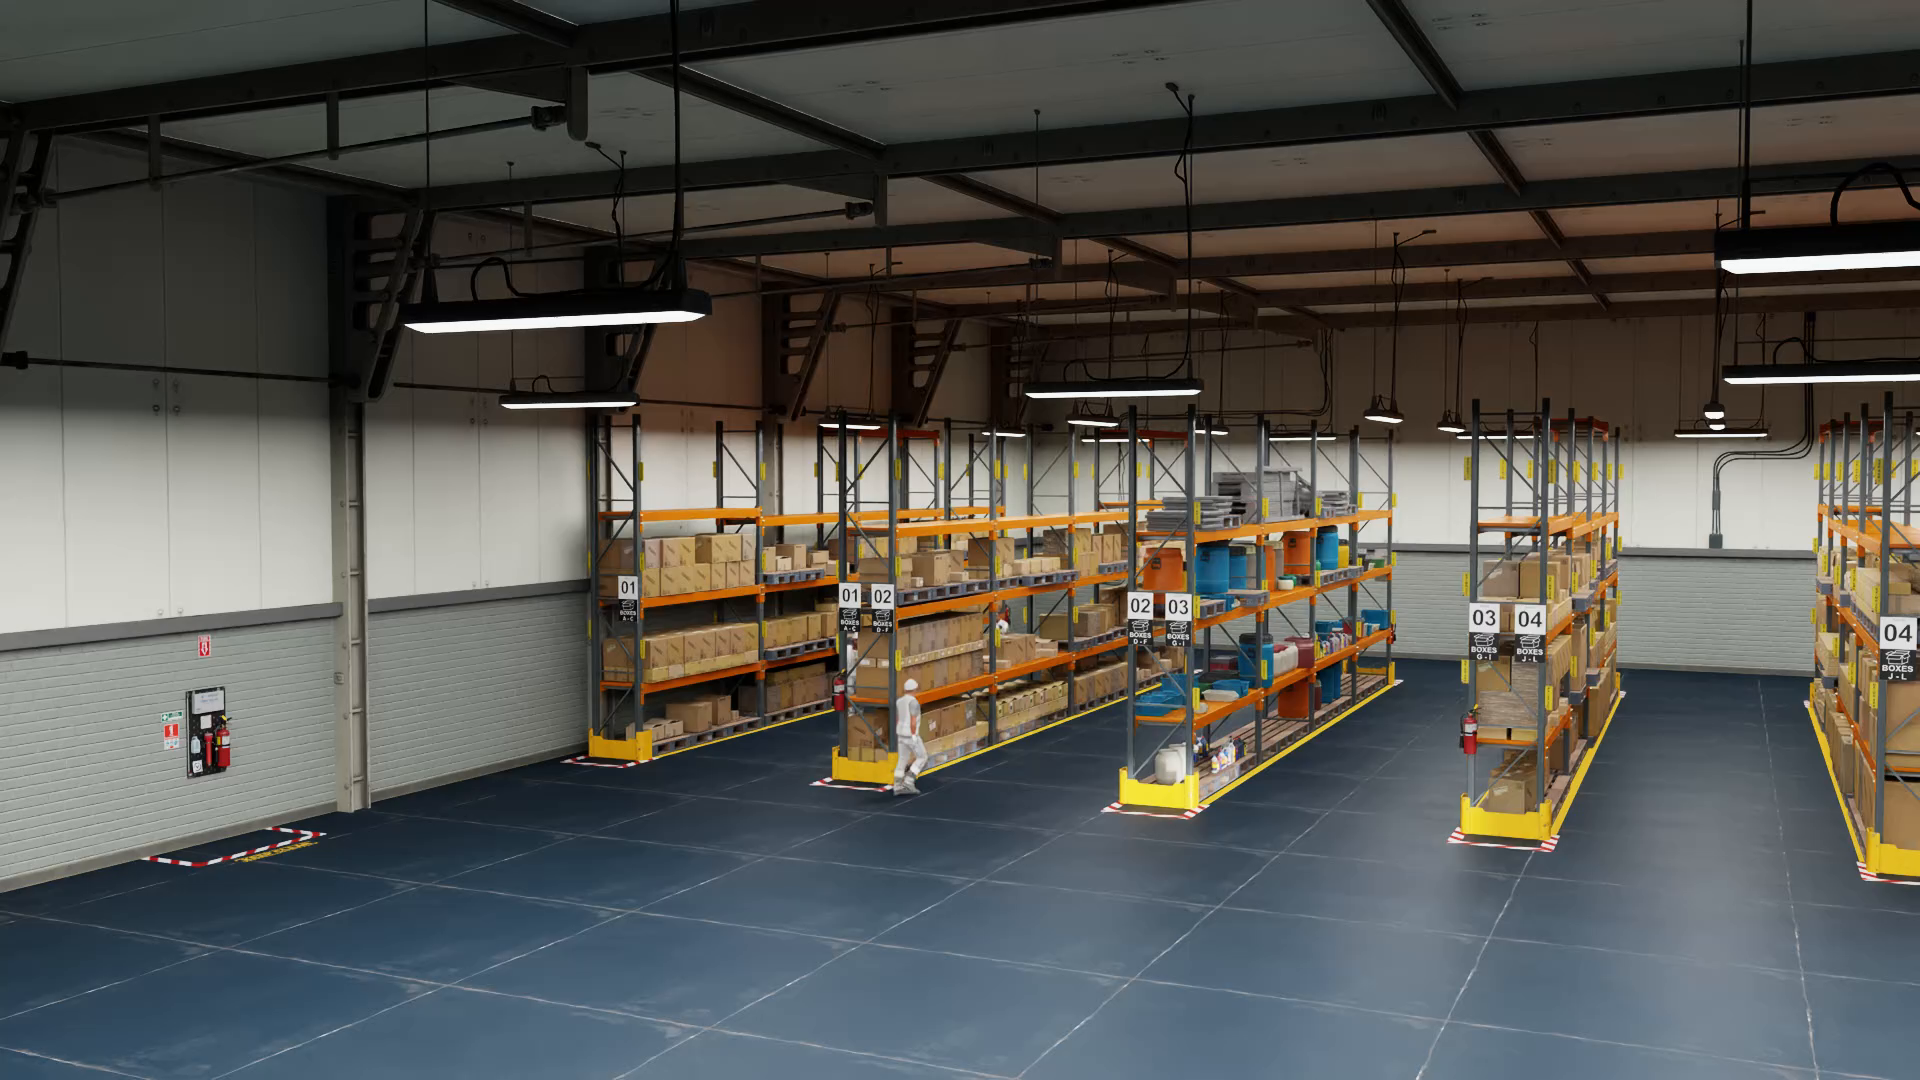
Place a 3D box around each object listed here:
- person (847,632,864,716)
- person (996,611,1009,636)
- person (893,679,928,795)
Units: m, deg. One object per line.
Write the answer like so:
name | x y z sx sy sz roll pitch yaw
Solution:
person | -2.088 2.738 33.469 0.642 1.774 0.836 0 2 -9
person | 0.940 2.526 40.252 0.527 1.633 1.042 1 3 29
person | -0.794 3.037 25.713 0.510 1.769 0.594 -1 3 -30
